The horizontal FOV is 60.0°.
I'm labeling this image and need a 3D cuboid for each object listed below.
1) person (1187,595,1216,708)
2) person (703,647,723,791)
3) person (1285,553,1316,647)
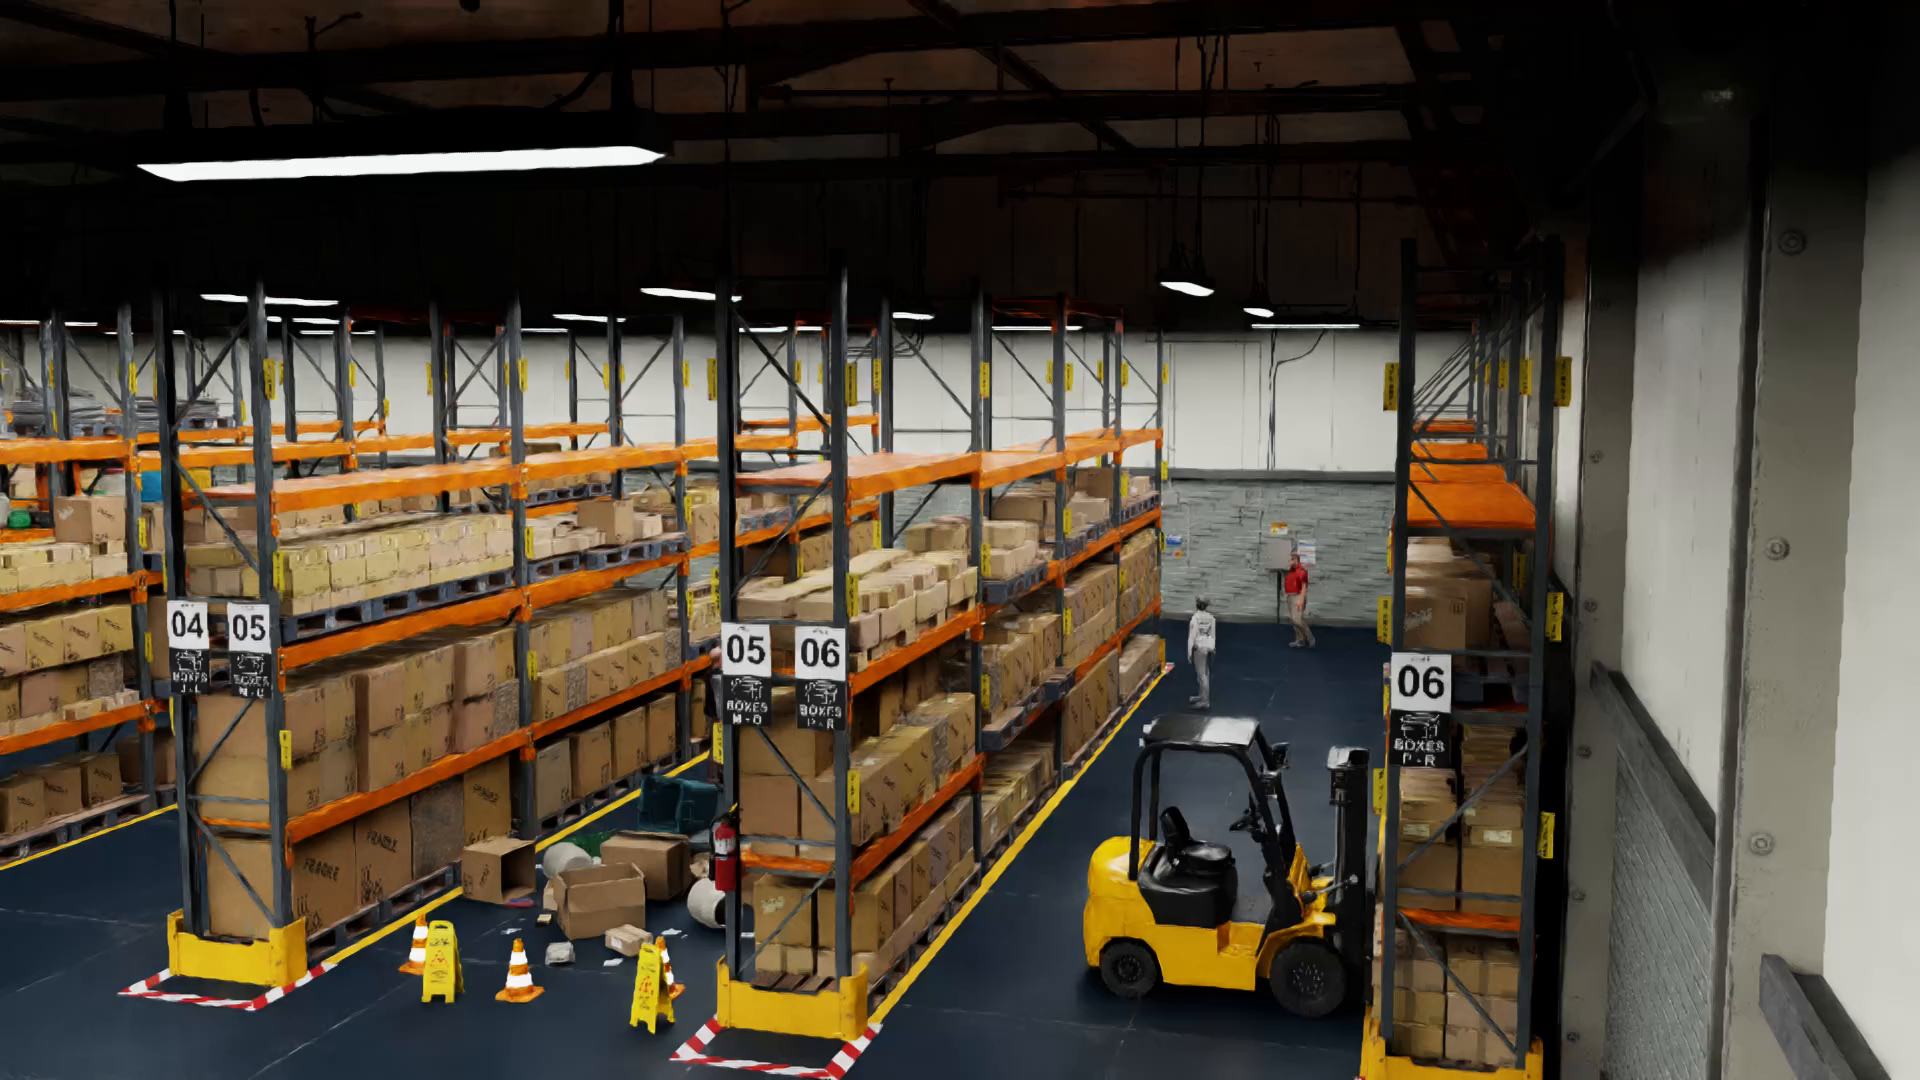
[{"bbox_3d":[3.636,1.666,25.139,0.573,1.667,0.543,-6,8,-42],"label":"person"},{"bbox_3d":[-2.899,2.156,20.251,0.450,1.727,0.584,-2,6,-14],"label":"person"},{"bbox_3d":[6.186,1.102,30.277,0.480,1.714,0.706,-2,6,-18],"label":"person"}]
